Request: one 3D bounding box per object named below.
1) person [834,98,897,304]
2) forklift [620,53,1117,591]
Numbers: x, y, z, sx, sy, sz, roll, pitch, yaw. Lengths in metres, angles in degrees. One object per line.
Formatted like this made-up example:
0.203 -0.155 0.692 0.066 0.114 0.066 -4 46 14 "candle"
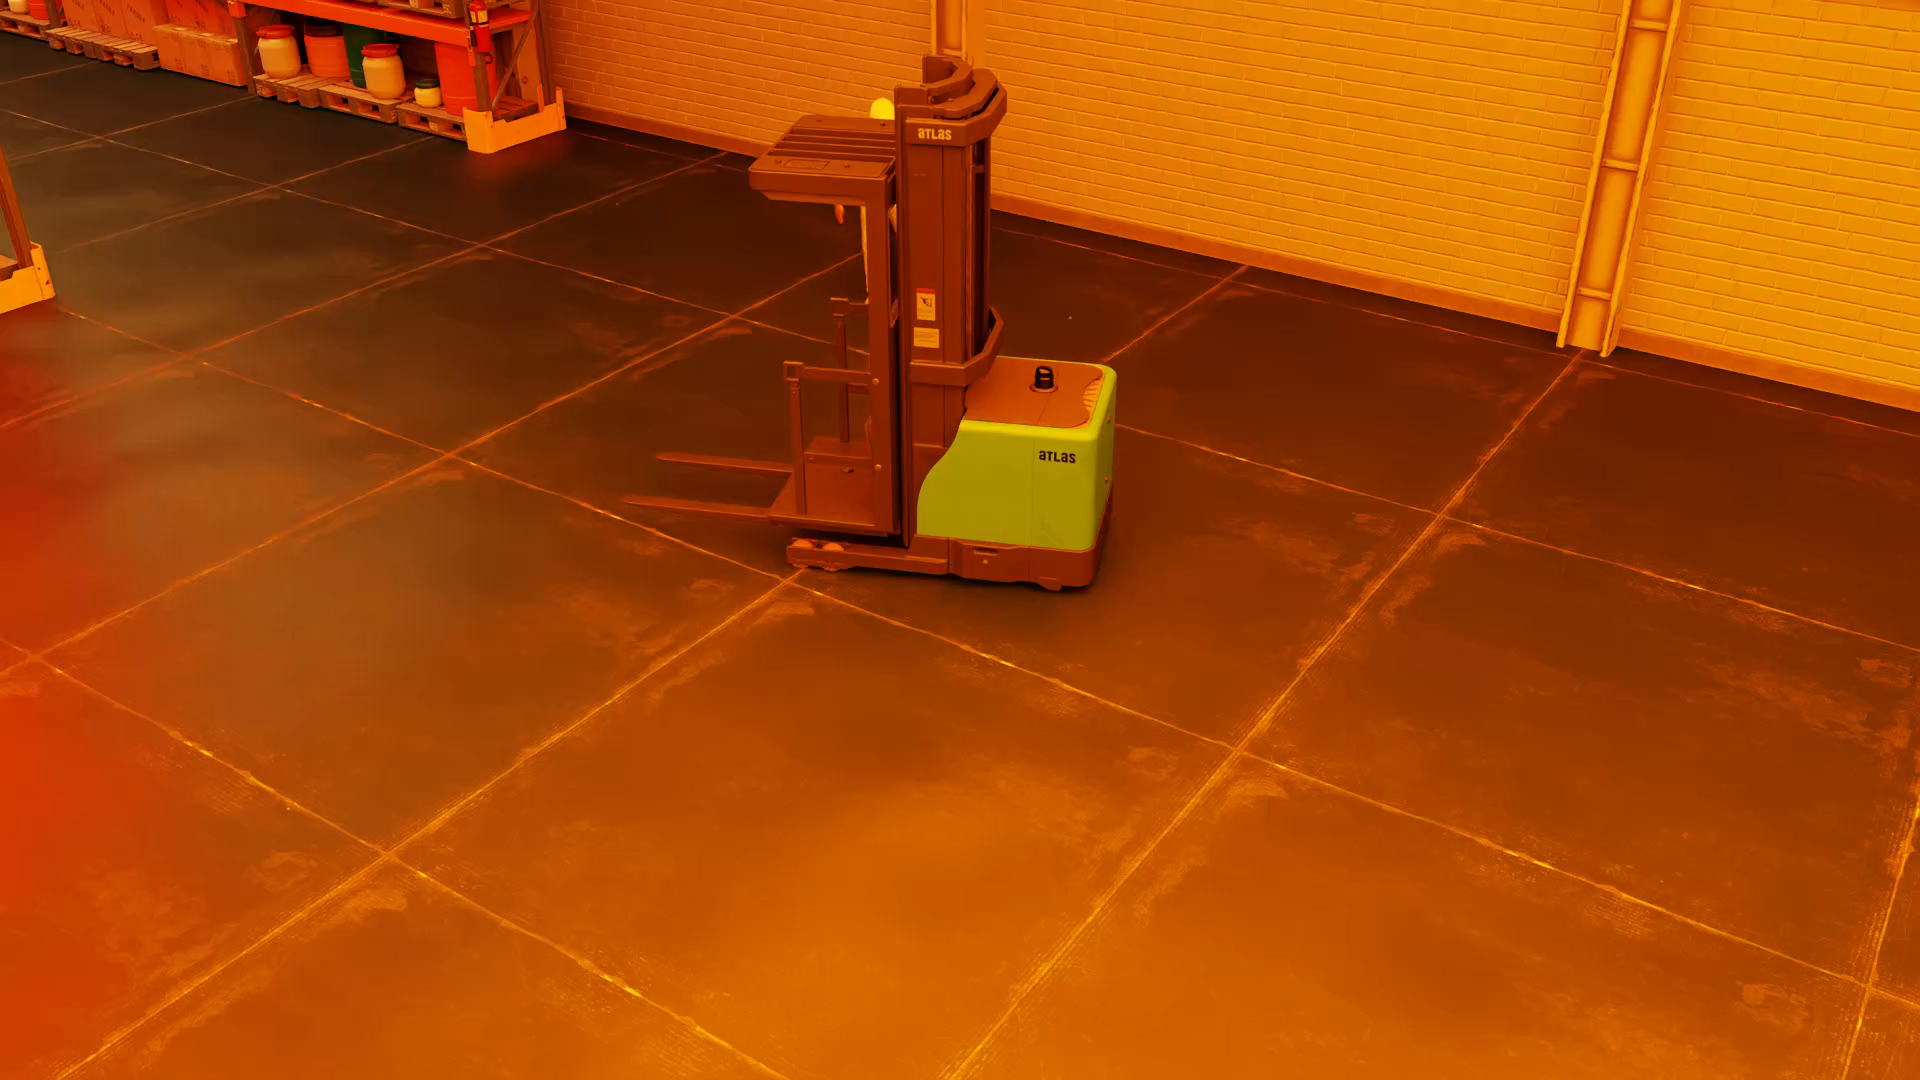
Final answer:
-0.602 -2.717 13.450 0.831 1.738 0.425 -2 30 -3 "person"
-0.596 -1.330 9.871 3.031 2.935 1.130 6 31 10 "forklift"
